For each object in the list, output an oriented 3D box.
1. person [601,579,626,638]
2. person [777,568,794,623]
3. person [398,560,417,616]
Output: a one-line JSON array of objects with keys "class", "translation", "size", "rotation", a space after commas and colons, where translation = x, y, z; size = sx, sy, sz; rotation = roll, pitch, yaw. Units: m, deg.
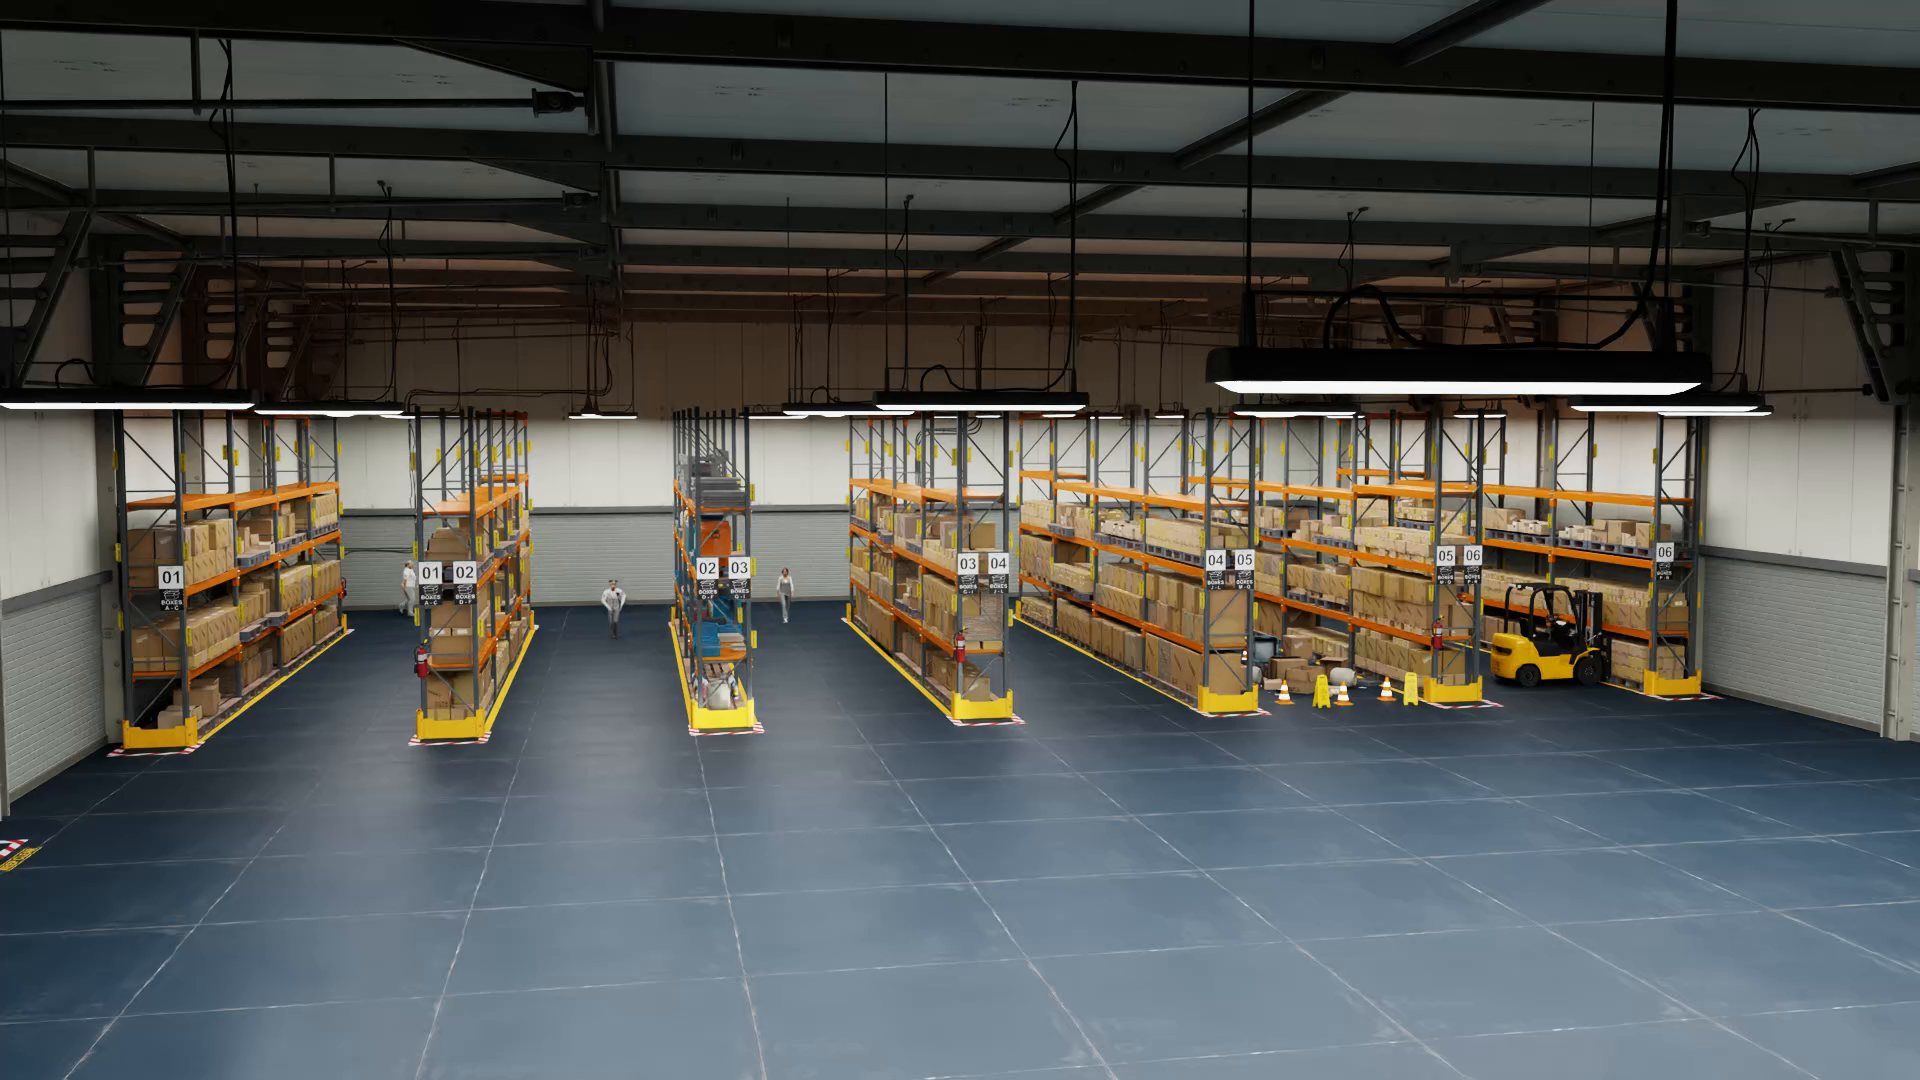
[{"class": "person", "translation": [-9.130, 1.811, 43.856], "size": [0.597, 1.601, 0.702], "rotation": [0, 4, -2]}, {"class": "person", "translation": [-4.988, 1.570, 47.521], "size": [0.454, 1.509, 0.971], "rotation": [-1, 4, -15]}, {"class": "person", "translation": [-16.252, 1.407, 48.917], "size": [0.591, 1.650, 0.466], "rotation": [-1, 4, -9]}]
